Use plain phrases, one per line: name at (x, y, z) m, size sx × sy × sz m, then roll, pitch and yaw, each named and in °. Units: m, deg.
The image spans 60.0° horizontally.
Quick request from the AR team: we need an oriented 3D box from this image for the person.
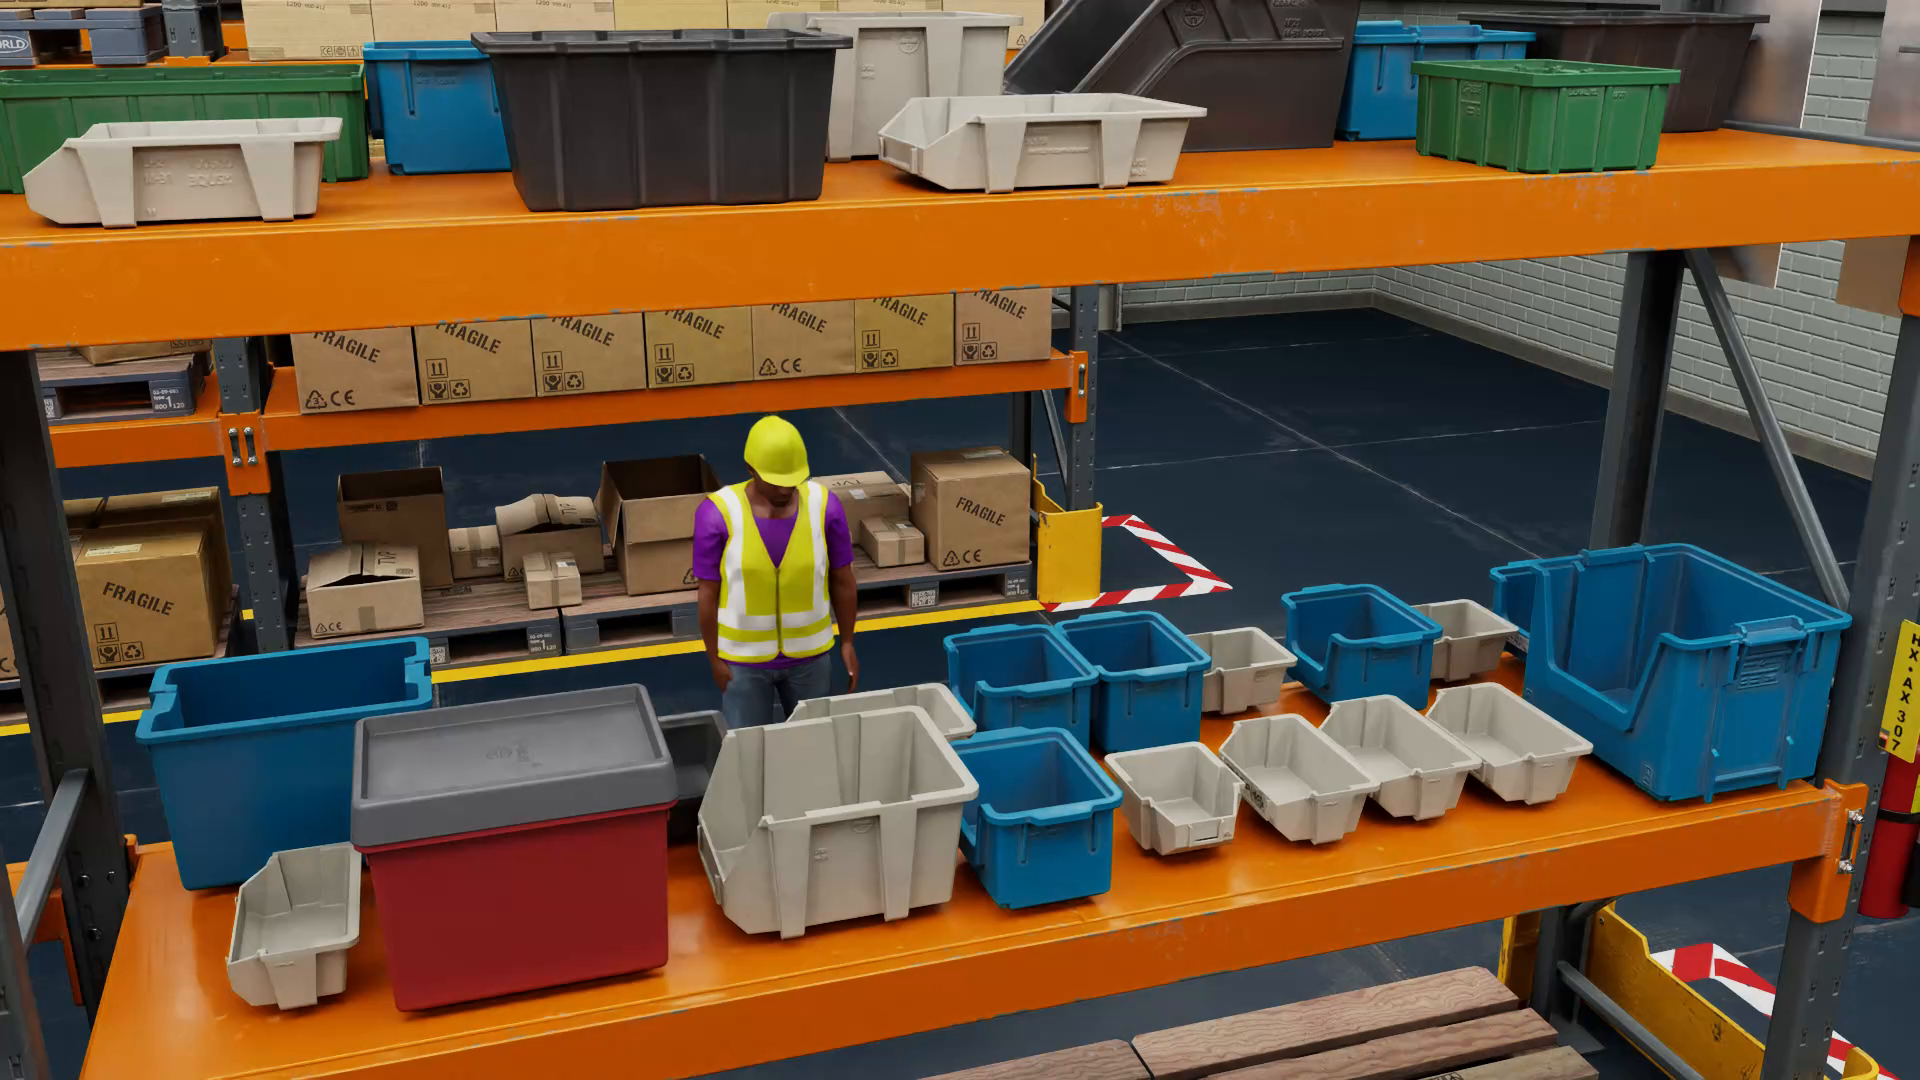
person at (-0.635, 0.405, 5.881) m, size 0.573 × 1.751 × 0.384 m, roll -6°, pitch 20°, yaw -16°
